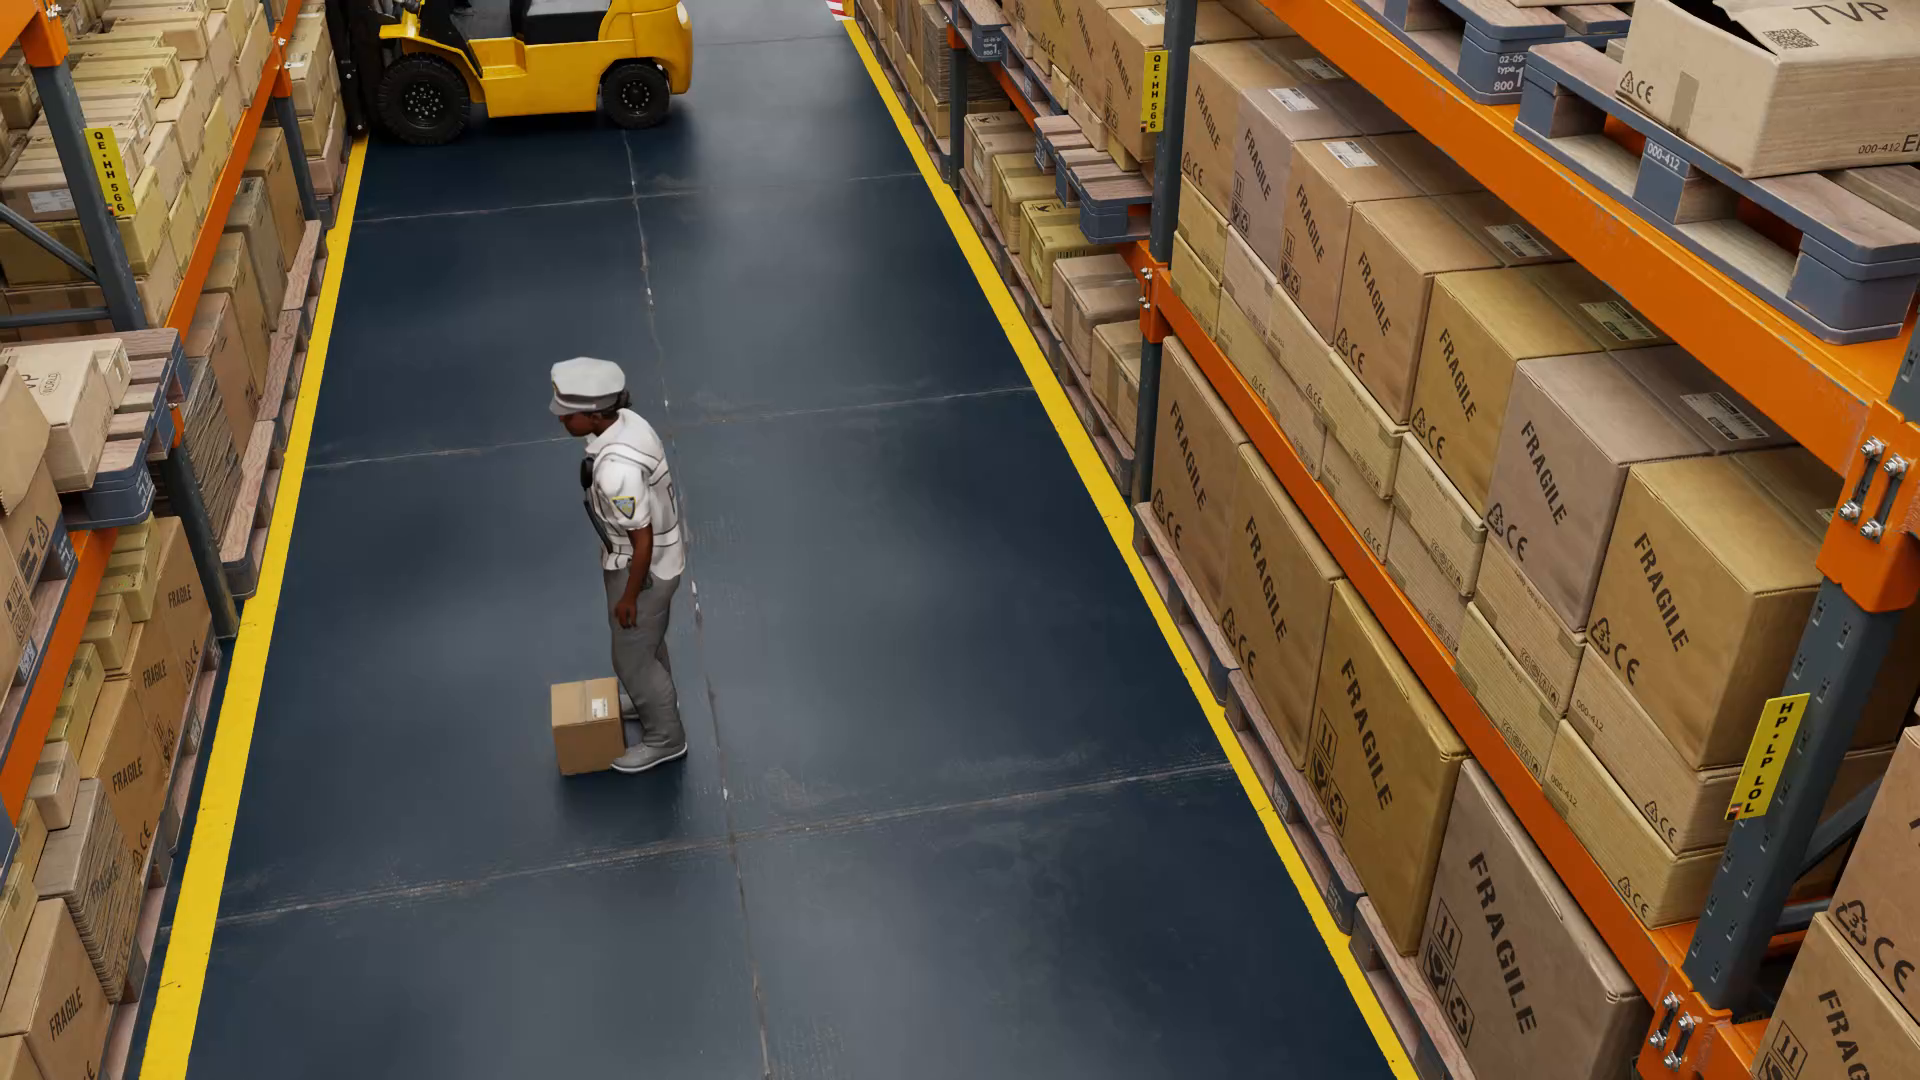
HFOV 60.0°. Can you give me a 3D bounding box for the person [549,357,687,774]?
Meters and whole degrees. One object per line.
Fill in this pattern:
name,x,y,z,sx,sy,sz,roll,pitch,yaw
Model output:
person,-1.192,0.090,6.013,0.386,1.659,0.506,-8,35,-12
